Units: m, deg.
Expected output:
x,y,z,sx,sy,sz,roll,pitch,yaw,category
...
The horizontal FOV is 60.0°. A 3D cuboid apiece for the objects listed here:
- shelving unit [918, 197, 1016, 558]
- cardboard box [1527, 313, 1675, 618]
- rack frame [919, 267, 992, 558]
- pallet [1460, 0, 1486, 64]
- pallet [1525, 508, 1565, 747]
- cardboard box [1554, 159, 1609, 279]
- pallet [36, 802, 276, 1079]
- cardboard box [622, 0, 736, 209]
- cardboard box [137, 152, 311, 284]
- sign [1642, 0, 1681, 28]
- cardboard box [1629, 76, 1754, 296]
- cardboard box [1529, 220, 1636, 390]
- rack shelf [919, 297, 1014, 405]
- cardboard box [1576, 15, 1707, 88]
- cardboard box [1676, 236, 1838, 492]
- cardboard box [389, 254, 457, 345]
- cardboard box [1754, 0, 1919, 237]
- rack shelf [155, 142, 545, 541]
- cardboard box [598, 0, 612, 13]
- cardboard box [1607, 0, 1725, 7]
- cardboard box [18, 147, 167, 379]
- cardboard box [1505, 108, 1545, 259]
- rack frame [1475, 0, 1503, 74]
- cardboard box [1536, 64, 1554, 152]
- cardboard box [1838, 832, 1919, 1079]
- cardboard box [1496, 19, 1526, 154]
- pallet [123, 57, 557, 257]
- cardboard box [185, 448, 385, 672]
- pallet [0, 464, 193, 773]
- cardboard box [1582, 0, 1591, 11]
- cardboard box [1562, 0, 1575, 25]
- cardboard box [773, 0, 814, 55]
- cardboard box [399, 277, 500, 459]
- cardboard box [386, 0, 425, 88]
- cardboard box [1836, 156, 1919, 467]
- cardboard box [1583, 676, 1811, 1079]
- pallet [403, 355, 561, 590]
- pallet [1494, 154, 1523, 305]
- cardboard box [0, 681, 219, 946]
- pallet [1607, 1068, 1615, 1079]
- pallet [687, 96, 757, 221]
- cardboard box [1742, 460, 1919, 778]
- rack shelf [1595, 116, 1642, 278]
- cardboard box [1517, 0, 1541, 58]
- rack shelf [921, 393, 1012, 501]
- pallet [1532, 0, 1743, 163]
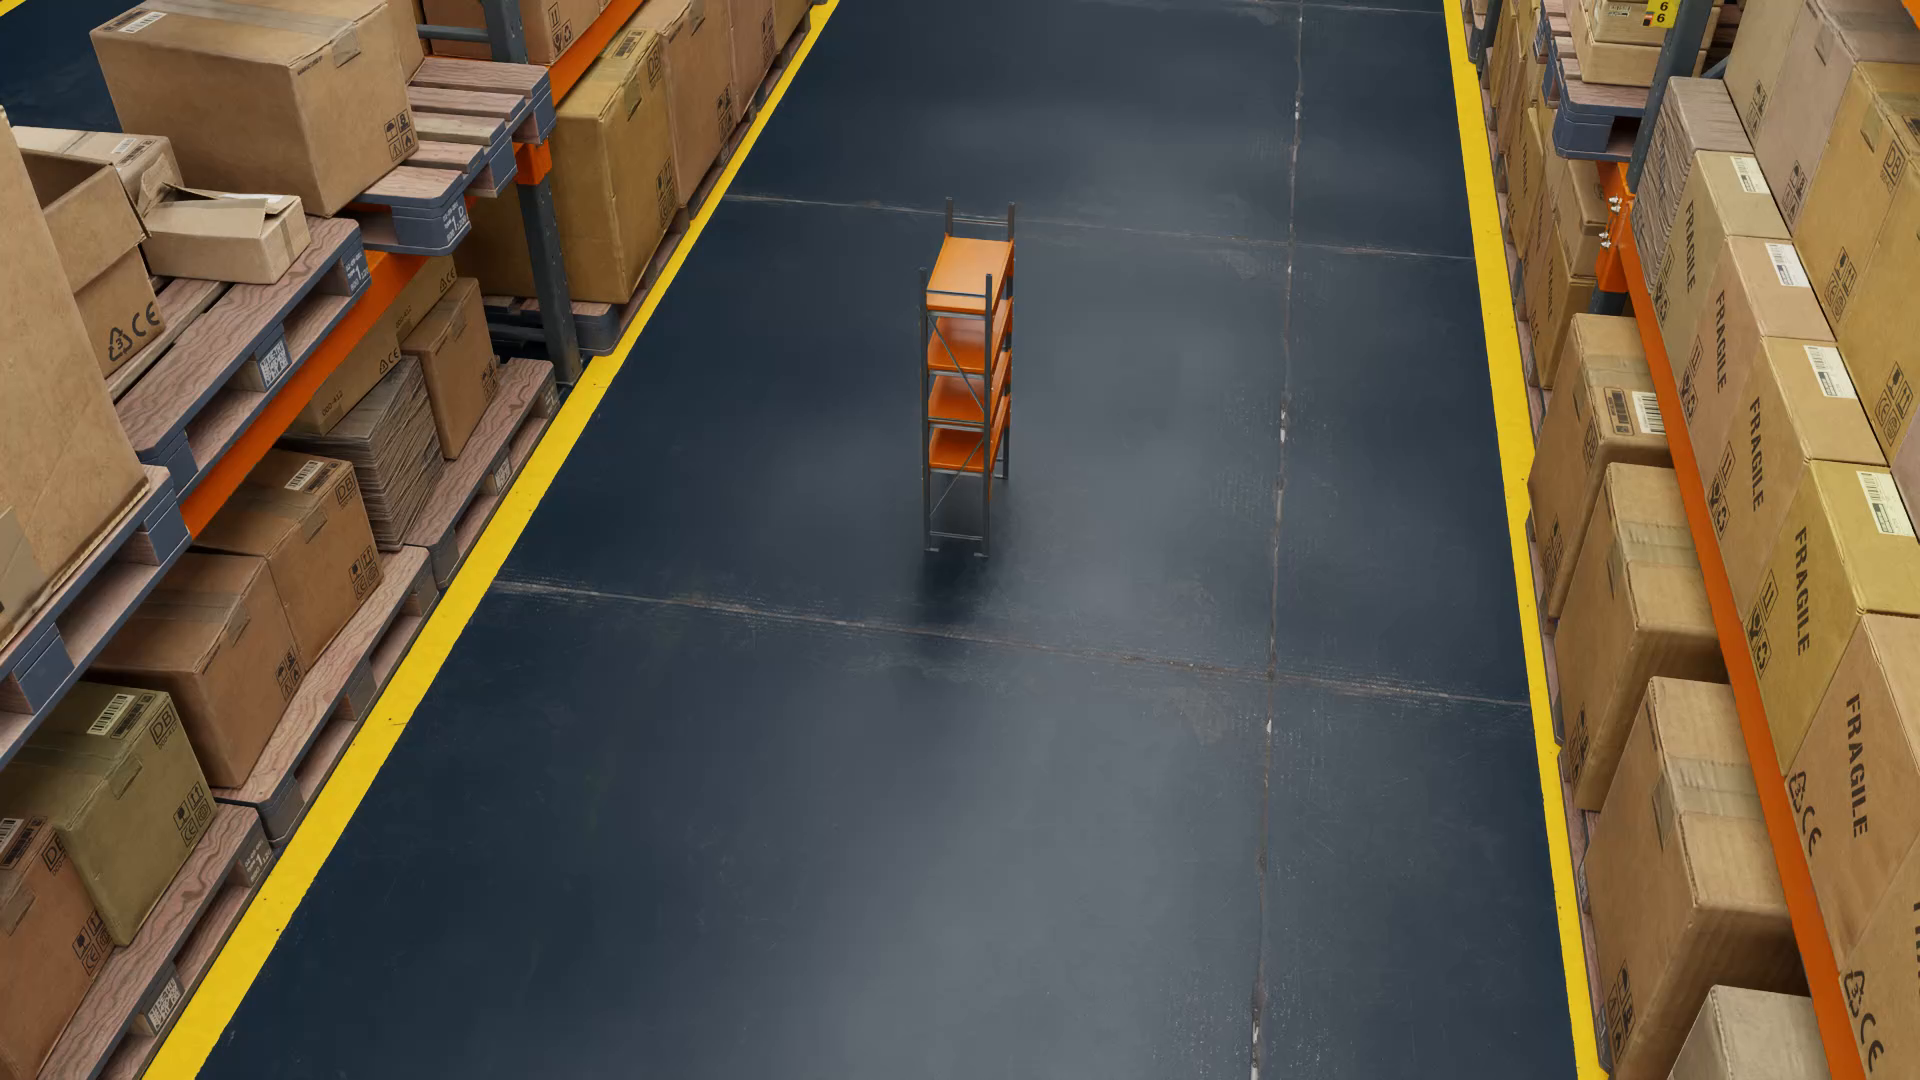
x,y,z,sx,sy,sz,roll,pitch,yaw,category
0.029,-0.566,5.993,0.258,1.200,0.503,6,40,8,shelving unit
2.557,-0.205,5.580,1.050,0.750,0.750,6,40,7,cardboard box
-0.014,-0.413,5.808,0.240,1.200,0.015,6,40,8,rack frame
3.525,-3.144,9.887,1.003,0.211,1.213,6,40,8,pallet
2.541,0.278,5.748,1.003,0.211,1.213,6,40,8,pallet
2.611,-1.229,6.425,0.500,0.250,0.500,6,40,7,cardboard box
-2.675,1.203,4.629,1.003,0.211,1.213,6,40,8,pallet
-1.815,-2.226,7.926,1.225,0.875,0.875,7,40,8,cardboard box
-2.139,-0.927,4.793,0.396,0.266,0.258,5,40,6,cardboard box
2.215,-1.753,5.169,0.100,0.325,0.005,6,40,8,sign
2.408,-1.069,5.111,0.500,0.500,0.500,7,40,8,cardboard box
2.608,-0.923,6.645,0.500,0.500,0.500,6,40,7,cardboard box
0.029,-0.687,5.894,0.258,0.148,0.480,6,40,8,rack shelf
2.384,-1.708,5.830,0.380,0.149,0.250,7,40,8,cardboard box
2.235,-0.434,4.342,0.500,0.500,0.500,6,40,8,cardboard box
-2.203,-0.965,6.091,0.500,0.250,0.500,8,40,9,cardboard box
2.578,-1.109,4.374,0.700,0.500,0.500,6,40,7,cardboard box
-2.462,-0.361,4.897,1.077,0.370,4.000,6,40,8,rack shelf
-1.677,-2.531,6.878,0.500,0.500,0.500,5,40,6,cardboard box
2.385,-1.935,5.638,0.380,0.149,0.250,5,40,6,cardboard box
-2.599,-0.683,4.311,0.797,0.503,0.637,10,41,12,cardboard box
2.777,-1.582,7.442,0.500,0.500,0.500,5,40,6,cardboard box
3.444,-3.793,8.484,1.000,3.000,0.127,6,40,8,rack frame
2.792,-1.864,7.194,0.500,0.250,0.500,7,40,9,cardboard box
1.886,0.832,2.811,0.500,0.500,0.500,6,40,7,cardboard box
2.965,-2.225,8.219,0.500,0.500,0.500,8,40,10,cardboard box
-2.135,-1.360,5.692,1.213,0.211,1.003,6,40,8,pallet
-2.387,0.029,5.477,0.700,0.500,0.500,10,41,11,cardboard box
-2.533,0.227,3.771,1.003,0.211,1.213,6,40,8,pallet
2.433,-1.991,5.938,0.380,0.149,0.250,8,40,9,cardboard box
2.473,-2.025,6.213,0.380,0.149,0.250,7,40,8,cardboard box
-1.515,-3.343,9.277,1.225,0.875,0.875,7,40,8,cardboard box
-2.213,-0.677,6.331,0.700,0.500,0.500,4,40,5,cardboard box
-2.170,-1.750,5.605,0.500,0.500,0.500,2,40,2,cardboard box
2.403,-0.466,3.596,0.700,0.500,0.500,6,40,7,cardboard box
2.249,0.928,4.209,1.050,0.750,0.750,6,40,8,cardboard box
-2.253,-0.328,6.481,1.003,0.211,1.213,6,40,8,pallet
3.101,-1.462,7.853,1.003,0.211,1.213,6,40,8,pallet
-2.580,0.731,4.629,0.700,0.500,0.500,6,40,7,cardboard box
2.118,1.810,3.896,1.003,0.211,1.213,6,40,8,pallet
-1.692,-2.068,8.586,1.003,0.211,1.213,6,40,8,pallet
2.061,0.198,3.578,0.500,0.500,0.500,7,40,8,cardboard box
3.097,-2.261,7.195,1.077,0.370,4.000,6,40,8,rack shelf
2.966,-2.512,7.977,0.500,0.250,0.500,7,40,9,cardboard box
0.029,-0.361,6.163,0.258,0.148,0.480,6,40,8,rack shelf
2.770,-1.668,6.064,1.213,0.211,1.003,6,40,8,pallet
